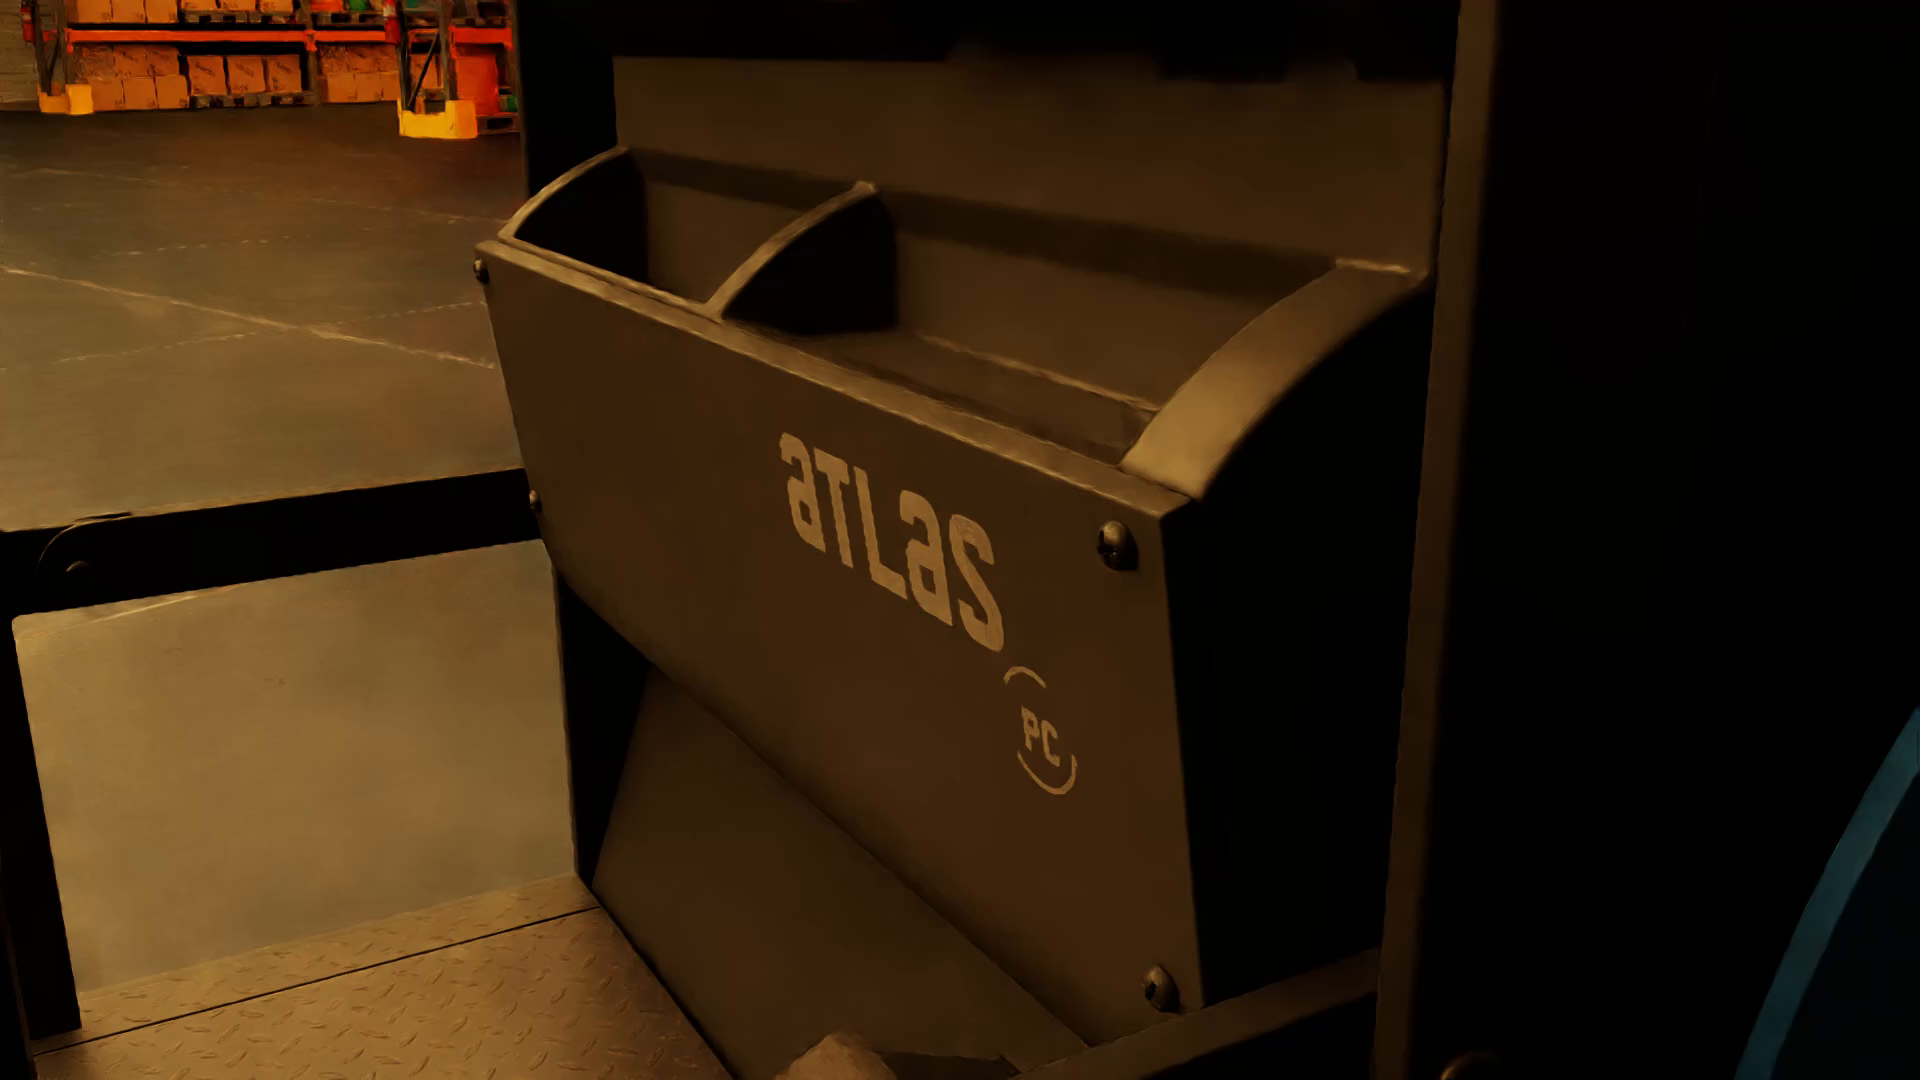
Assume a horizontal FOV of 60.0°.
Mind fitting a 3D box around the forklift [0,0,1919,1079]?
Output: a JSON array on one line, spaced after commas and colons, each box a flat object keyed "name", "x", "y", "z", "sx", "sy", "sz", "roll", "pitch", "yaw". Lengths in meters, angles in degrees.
[{"name": "forklift", "x": -0.279, "y": -0.569, "z": 0.773, "sx": 3.031, "sy": 2.935, "sz": 1.130, "roll": -10, "pitch": 19, "yaw": -29}]
